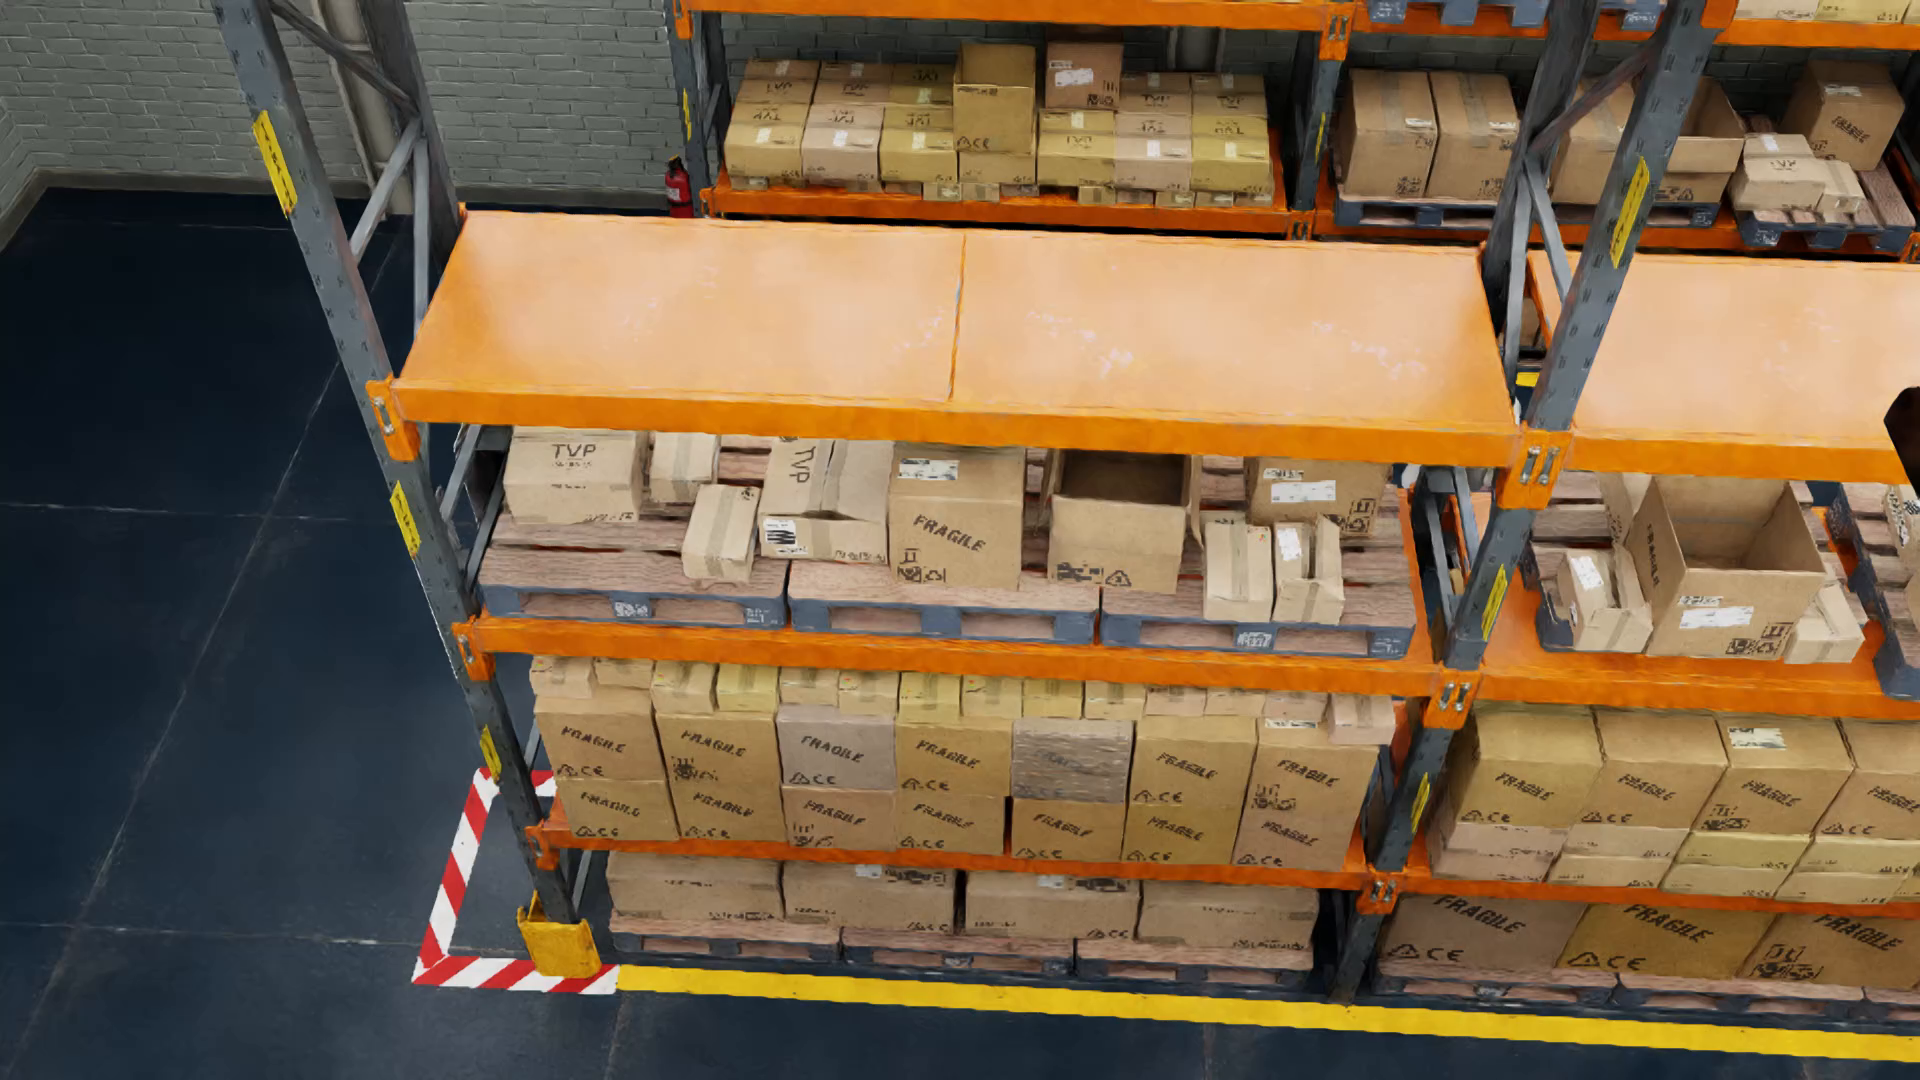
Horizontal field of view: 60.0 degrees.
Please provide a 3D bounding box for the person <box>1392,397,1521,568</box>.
[{"bbox_3d":[2.907,-0.397,9.950,0.692,1.671,0.641,21,51,18],"label":"person"}]
